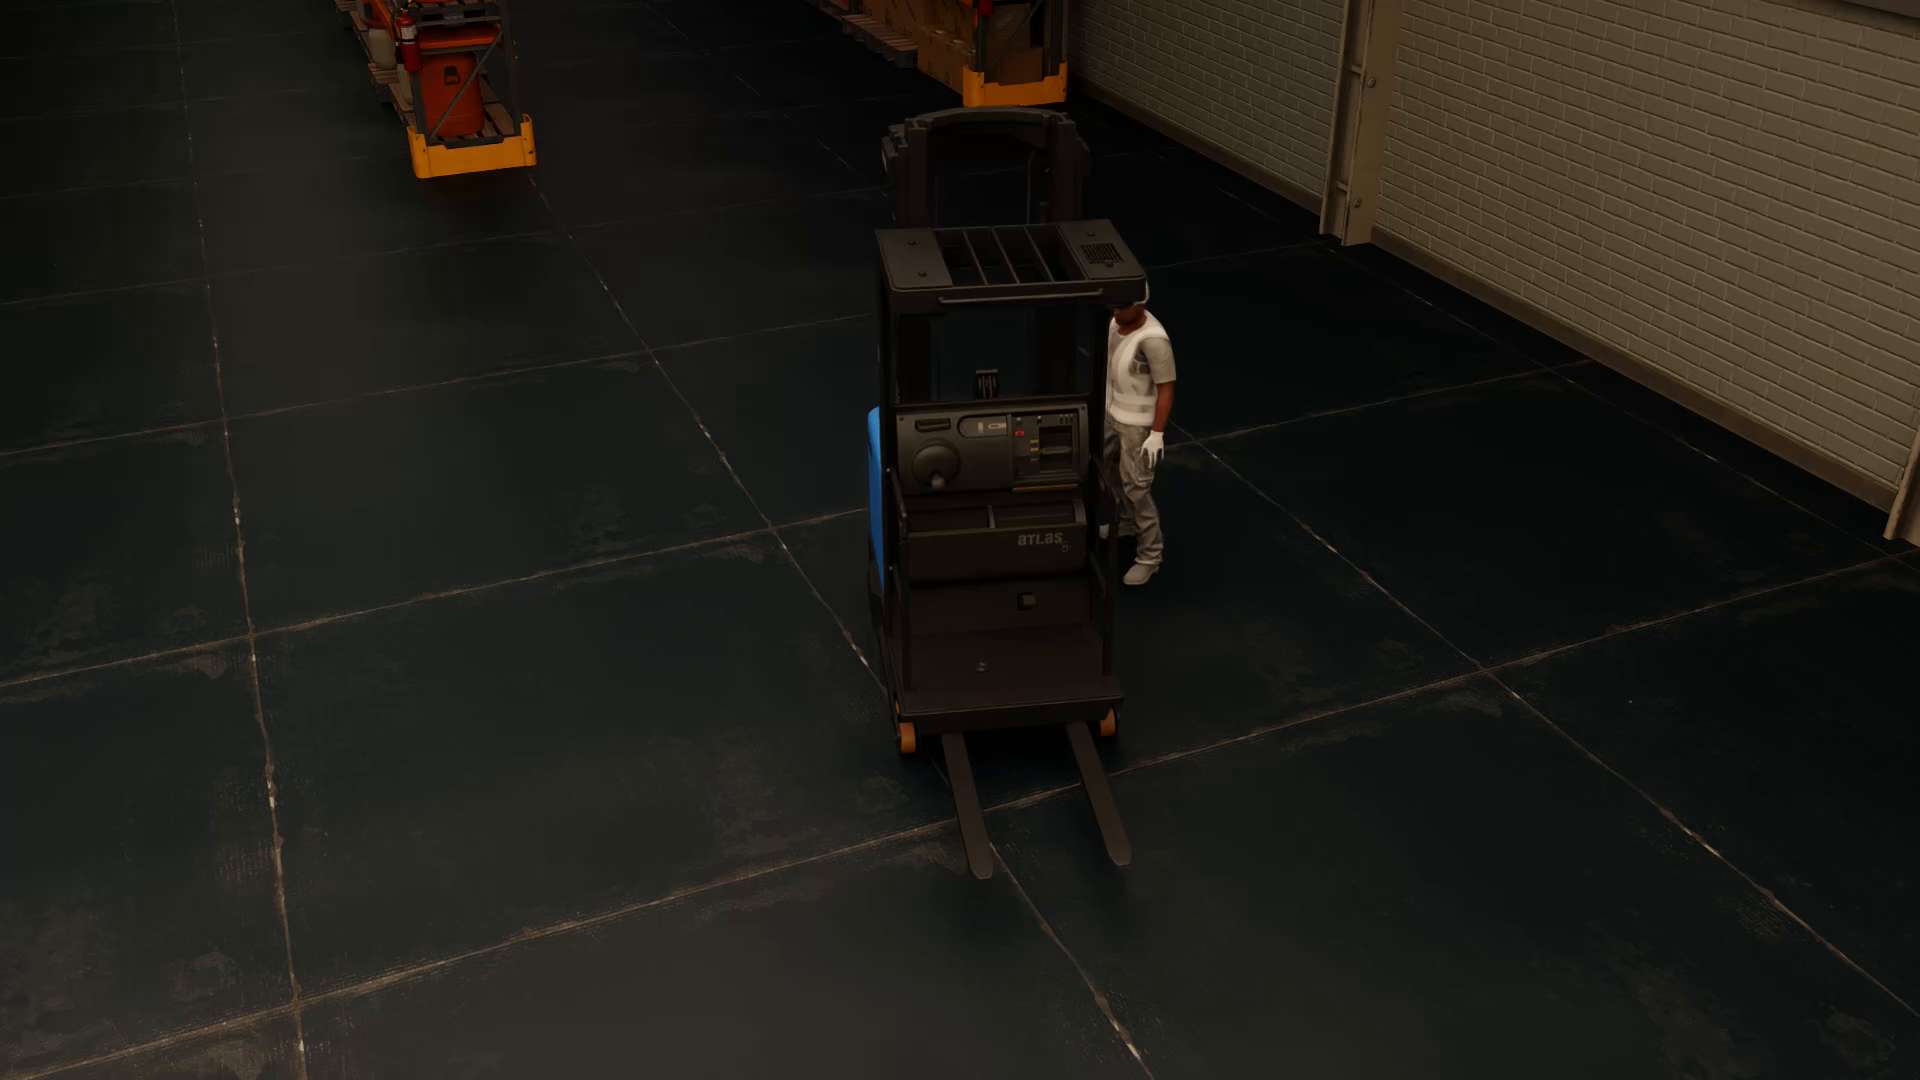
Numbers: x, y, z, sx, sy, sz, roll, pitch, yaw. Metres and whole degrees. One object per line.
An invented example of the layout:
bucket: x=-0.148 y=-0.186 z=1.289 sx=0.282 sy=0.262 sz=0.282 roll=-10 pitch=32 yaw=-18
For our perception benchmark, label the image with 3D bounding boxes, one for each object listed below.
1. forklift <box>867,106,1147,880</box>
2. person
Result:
forklift: x=0.193 y=-0.399 z=7.818 sx=1.130 sy=2.935 sz=3.031 roll=-4 pitch=30 yaw=-7
person: x=0.975 y=-0.701 z=9.531 sx=0.399 sy=1.752 sz=0.840 roll=-12 pitch=32 yaw=-20
